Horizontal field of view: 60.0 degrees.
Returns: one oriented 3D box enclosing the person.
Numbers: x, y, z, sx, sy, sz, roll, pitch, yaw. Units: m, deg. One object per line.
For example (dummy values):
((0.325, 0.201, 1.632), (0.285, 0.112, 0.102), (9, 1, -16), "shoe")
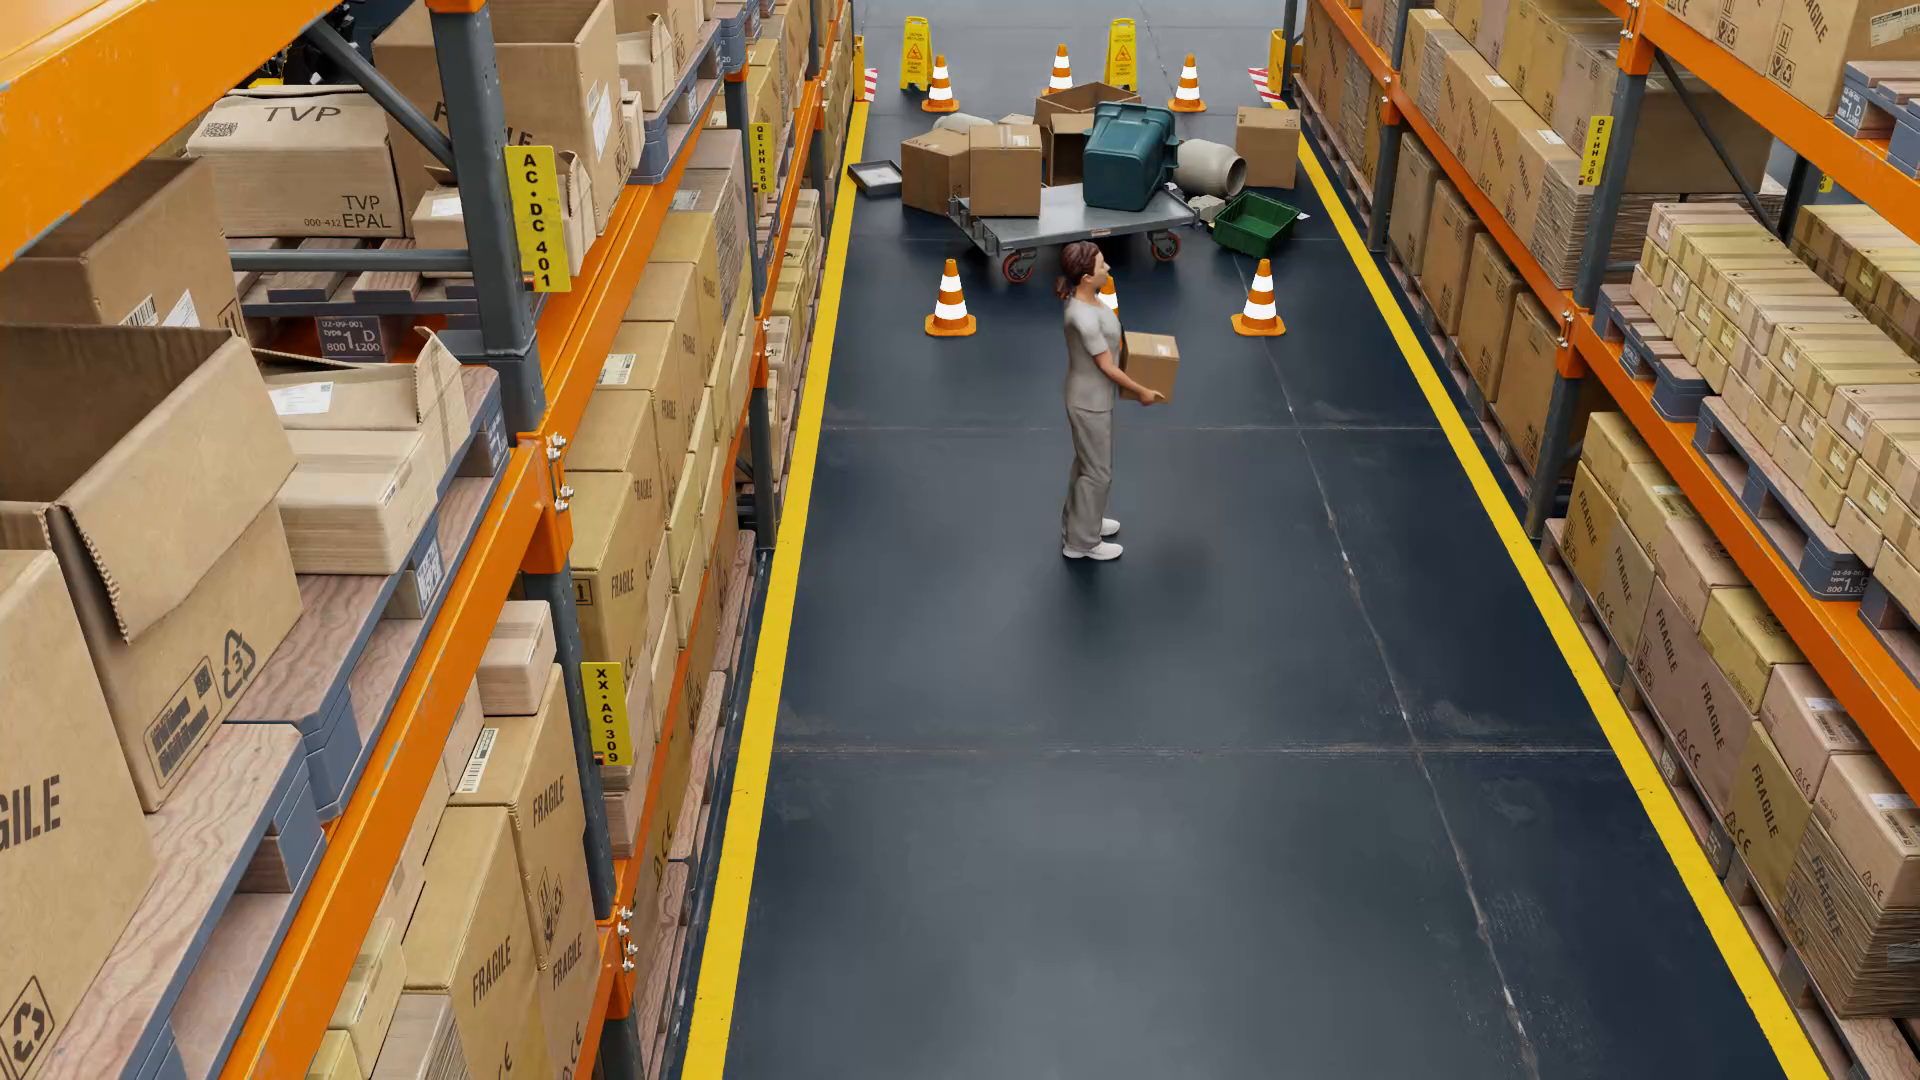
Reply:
((0.719, -0.689, 8.272), (0.560, 1.654, 0.438), (0, 32, 0), "person")
